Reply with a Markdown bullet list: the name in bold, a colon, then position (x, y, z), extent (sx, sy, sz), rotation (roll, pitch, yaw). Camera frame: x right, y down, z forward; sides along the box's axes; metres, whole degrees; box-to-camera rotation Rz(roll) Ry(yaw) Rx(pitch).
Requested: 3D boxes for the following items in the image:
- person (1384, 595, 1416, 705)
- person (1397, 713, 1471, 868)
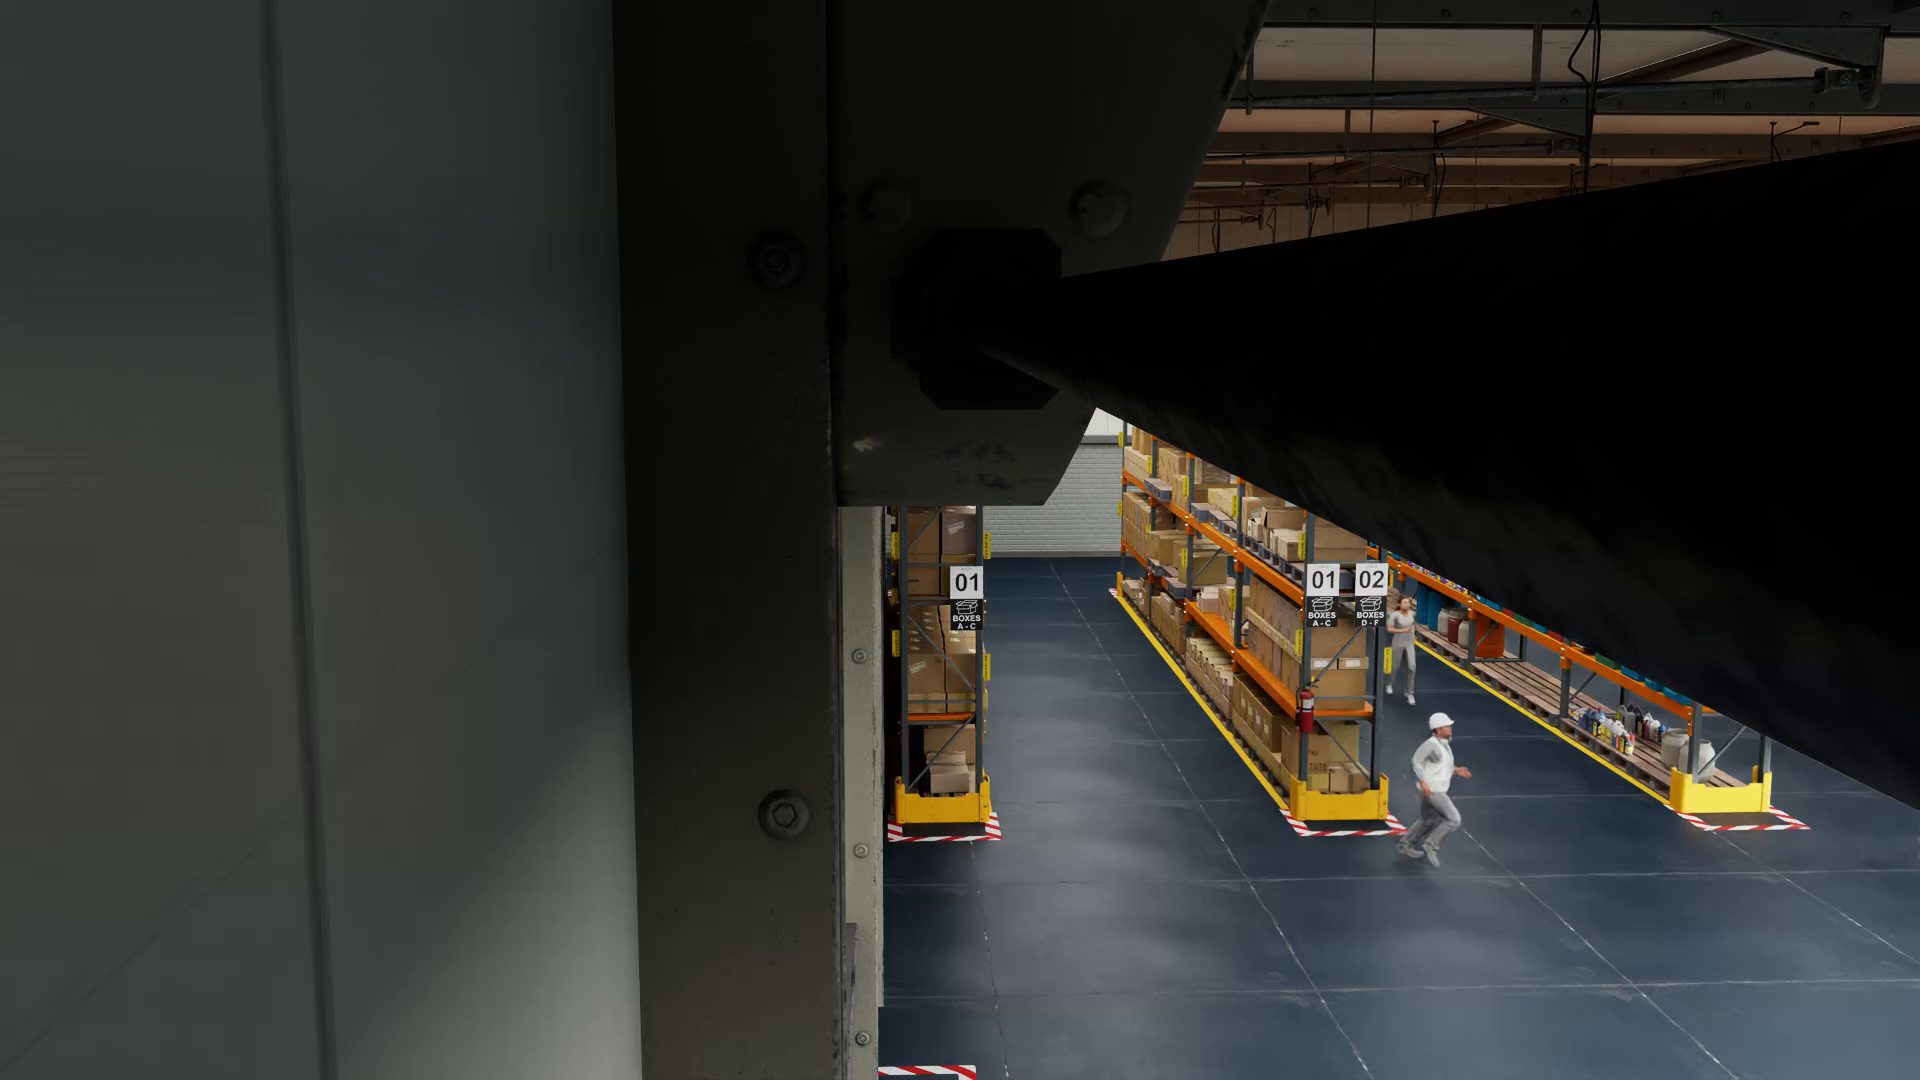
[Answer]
- **person**: position (7.115, 1.731, 26.828), extent (0.566, 1.721, 0.831), rotation (-1, 8, -9)
- **person**: position (5.386, 2.820, 18.882), extent (0.789, 1.755, 0.589), rotation (4, 9, 24)
